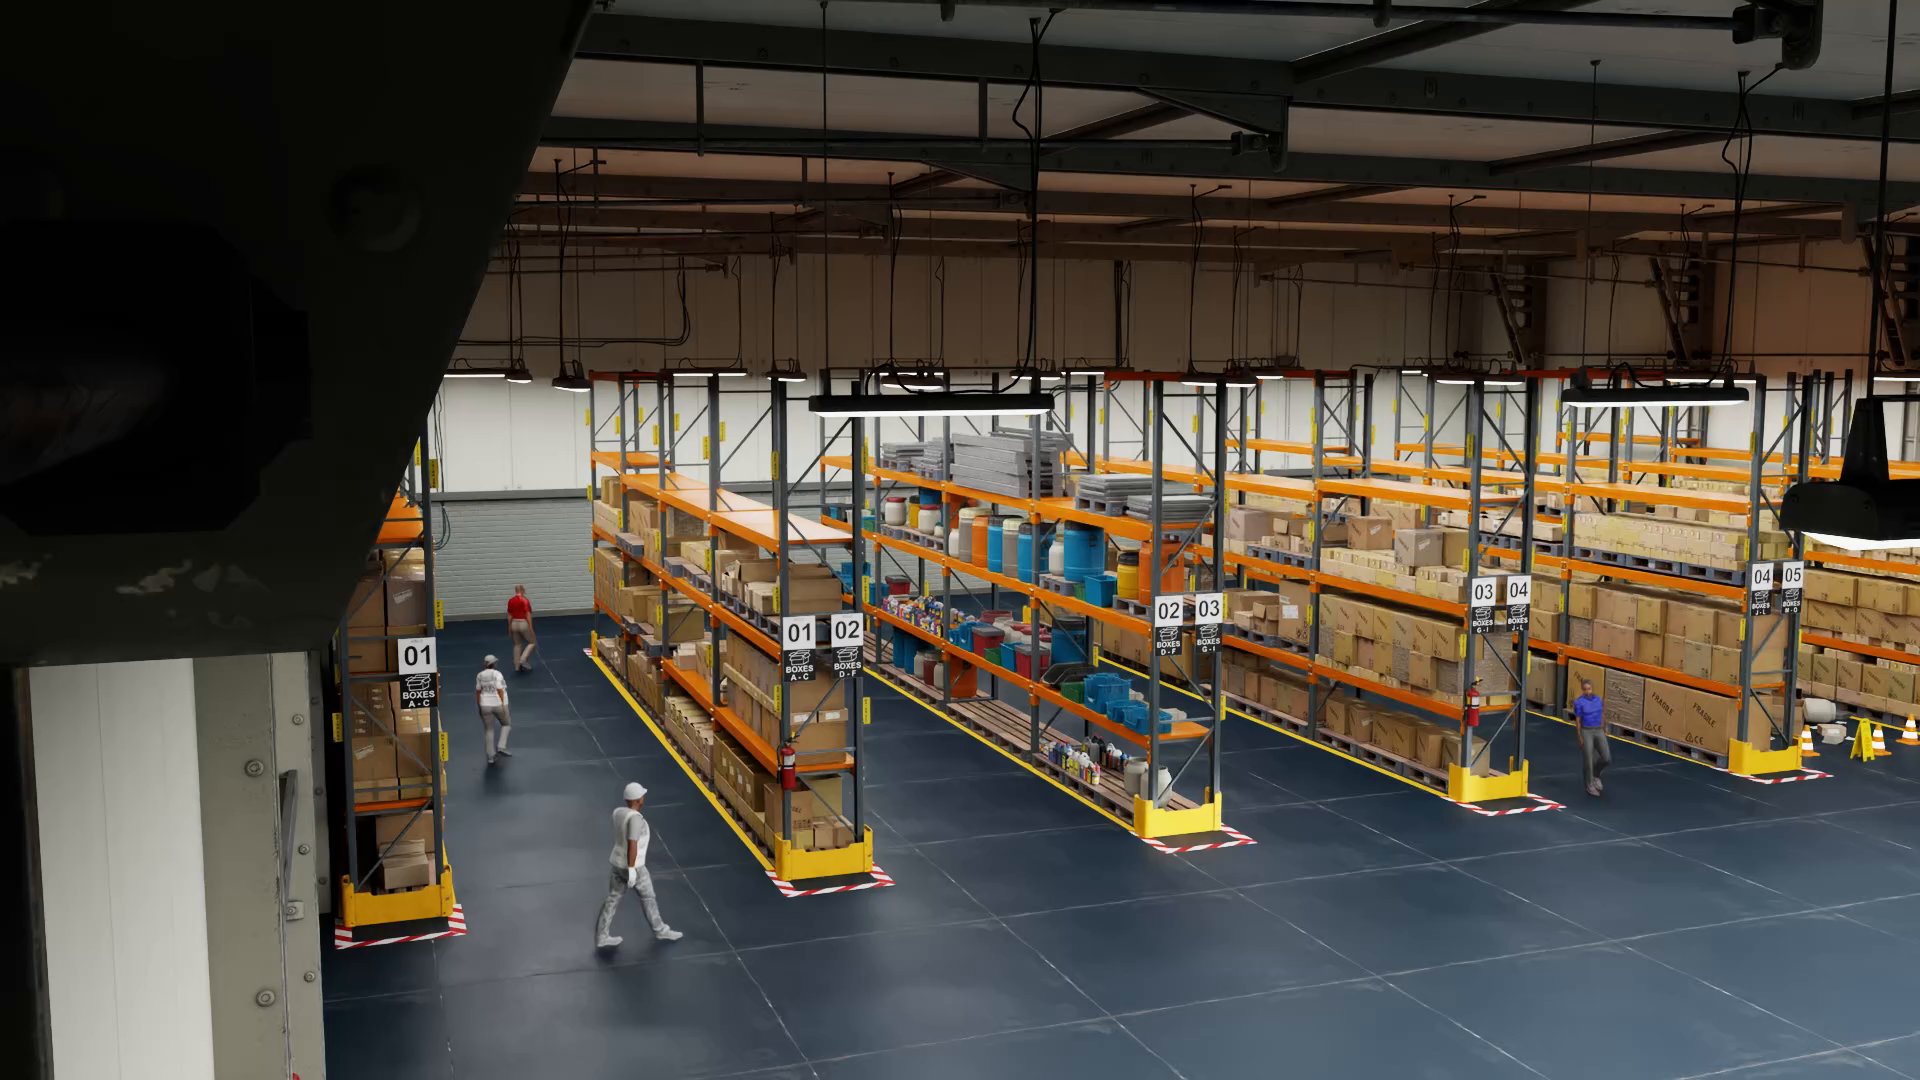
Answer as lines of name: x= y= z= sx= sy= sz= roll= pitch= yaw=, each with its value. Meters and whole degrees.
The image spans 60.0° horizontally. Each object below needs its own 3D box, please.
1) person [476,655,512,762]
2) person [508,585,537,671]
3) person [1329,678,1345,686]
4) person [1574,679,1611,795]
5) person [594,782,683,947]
person: x=-7.267 y=2.613 z=25.924 sx=0.537 sy=1.651 sz=0.484 roll=-1 pitch=6 yaw=-5
person: x=-8.804 y=1.762 z=33.276 sx=0.574 sy=1.726 sz=0.492 roll=3 pitch=7 yaw=22
person: x=7.253 y=1.934 z=31.848 sx=0.591 sy=1.825 sz=0.552 roll=0 pitch=6 yaw=-3
person: x=9.120 y=2.836 z=24.031 sx=0.505 sy=1.650 sz=0.429 roll=-1 pitch=6 yaw=-7
person: x=-3.485 y=3.458 z=17.841 sx=0.928 sy=1.734 sz=0.617 roll=-4 pitch=8 yaw=-34
